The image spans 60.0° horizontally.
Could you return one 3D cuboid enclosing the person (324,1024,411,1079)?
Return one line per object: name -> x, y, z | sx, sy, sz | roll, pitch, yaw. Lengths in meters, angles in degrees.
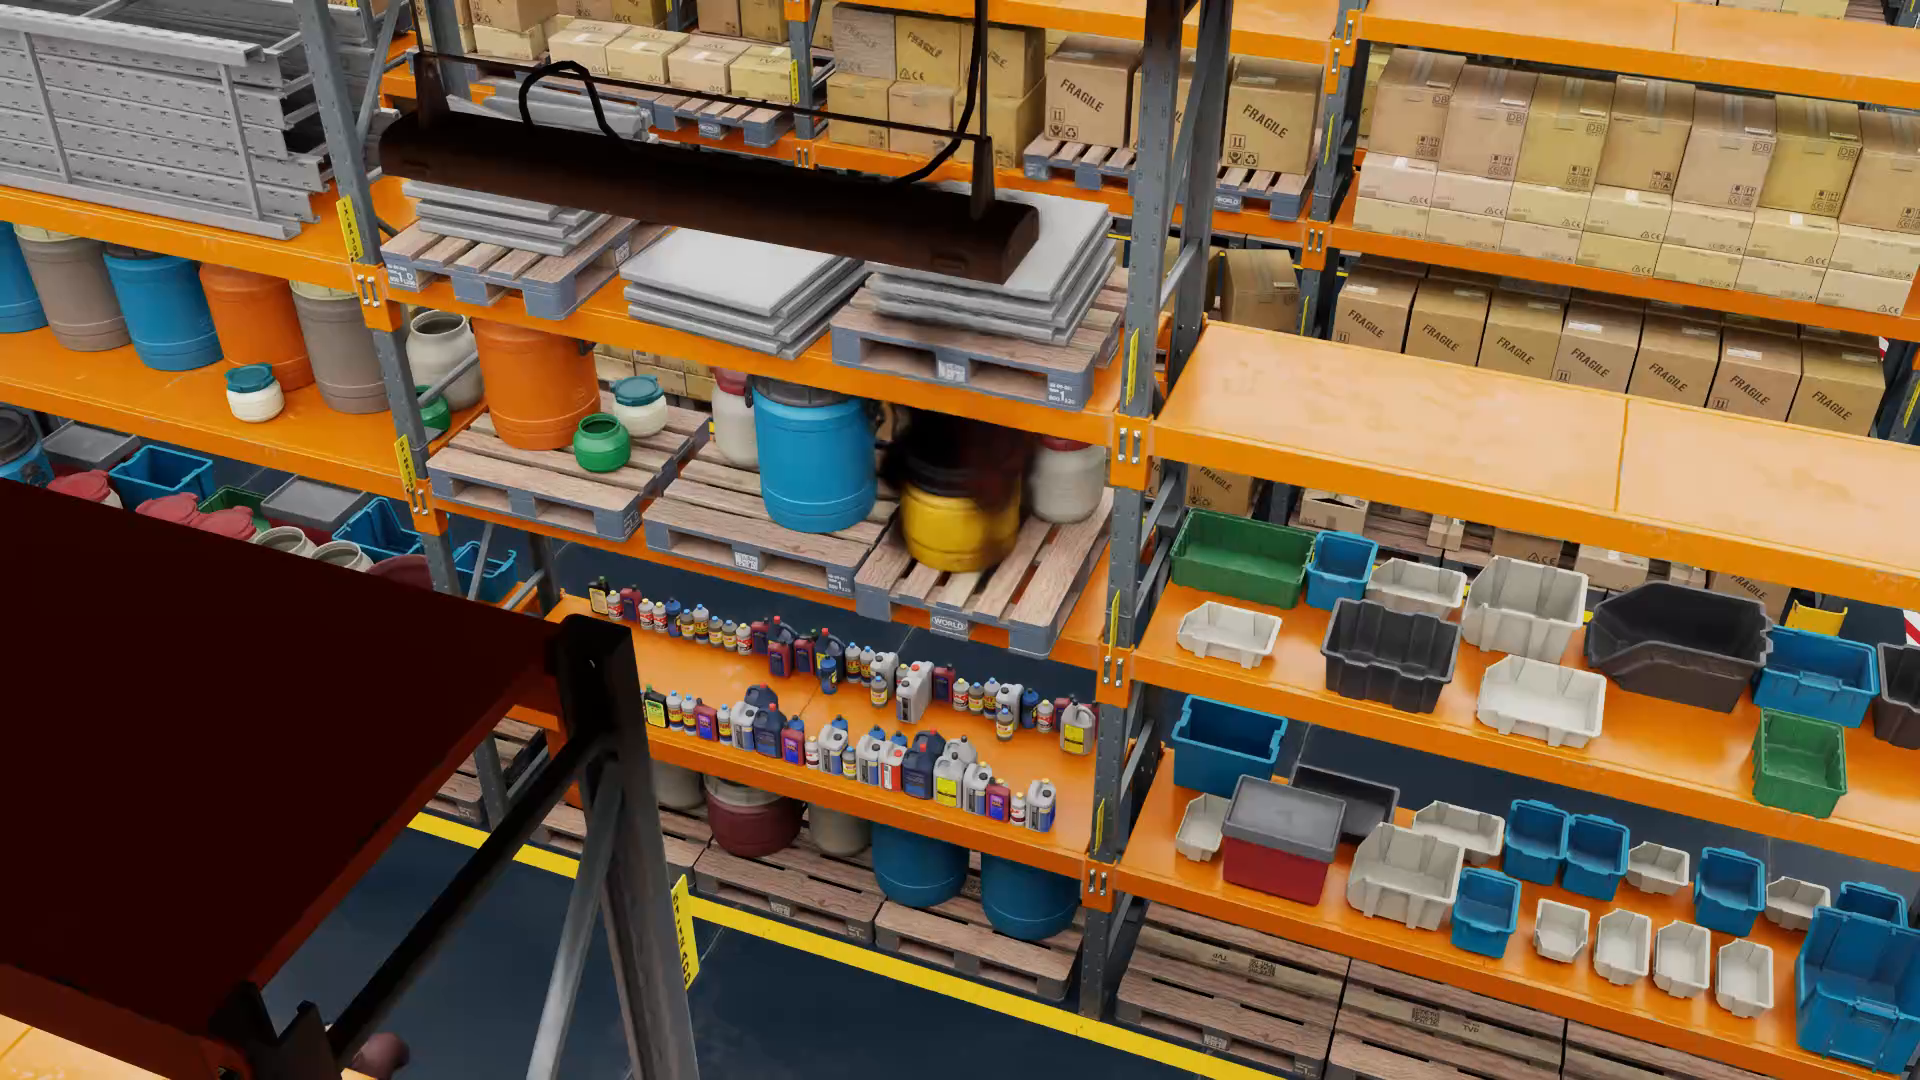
person -> -2.760, 2.904, 7.938 | 1.001, 1.767, 0.713 | 15, 39, 19
